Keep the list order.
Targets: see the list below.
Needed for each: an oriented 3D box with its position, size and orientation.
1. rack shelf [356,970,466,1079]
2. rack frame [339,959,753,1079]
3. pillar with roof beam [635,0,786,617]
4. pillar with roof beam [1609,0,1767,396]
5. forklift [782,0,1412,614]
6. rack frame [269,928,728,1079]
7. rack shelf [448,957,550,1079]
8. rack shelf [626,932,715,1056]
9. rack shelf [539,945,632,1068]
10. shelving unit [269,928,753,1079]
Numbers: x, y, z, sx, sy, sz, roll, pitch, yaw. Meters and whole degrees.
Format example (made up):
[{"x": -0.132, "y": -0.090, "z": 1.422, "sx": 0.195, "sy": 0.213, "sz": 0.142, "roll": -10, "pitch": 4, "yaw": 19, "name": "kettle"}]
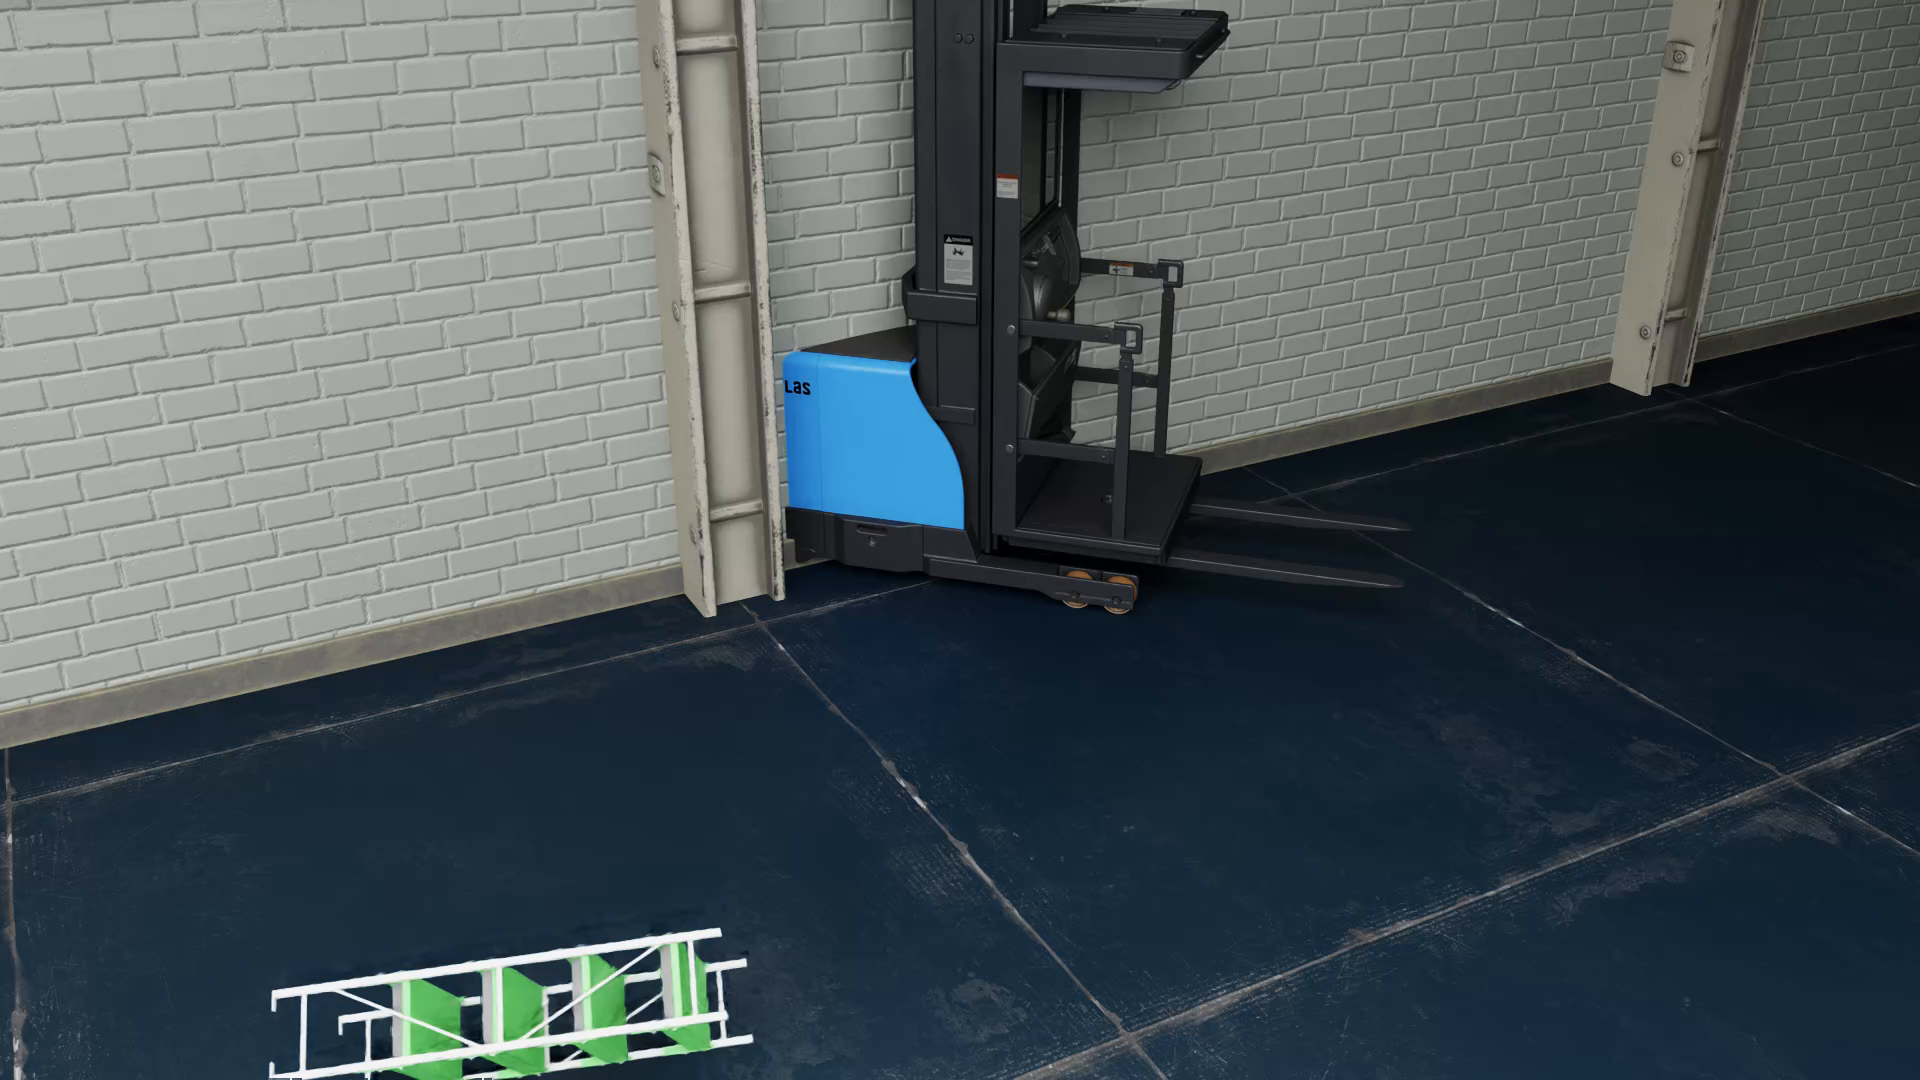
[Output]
[{"x": -1.519, "y": 1.372, "z": 4.626, "sx": 0.148, "sy": 0.480, "sz": 0.258, "roll": -8, "pitch": 66, "yaw": -2, "name": "rack shelf"}, {"x": -1.212, "y": 1.429, "z": 4.859, "sx": 1.200, "sy": 0.015, "sz": 0.240, "roll": -8, "pitch": 66, "yaw": -2, "name": "rack frame"}, {"x": 0.977, "y": -2.160, "z": 2.352, "sx": 0.400, "sy": 9.000, "sz": 9.100, "roll": -13, "pitch": 29, "yaw": -25, "name": "pillar with roof beam"}, {"x": 6.271, "y": -3.382, "z": 4.897, "sx": 0.400, "sy": 9.000, "sz": 9.100, "roll": -13, "pitch": 29, "yaw": -25, "name": "pillar with roof beam"}, {"x": 0.598, "y": -1.243, "z": 7.453, "sx": 3.031, "sy": 2.935, "sz": 1.130, "roll": 7, "pitch": 27, "yaw": 15, "name": "forklift"}, {"x": -1.224, "y": 1.233, "z": 4.412, "sx": 1.200, "sy": 0.015, "sz": 0.240, "roll": -8, "pitch": 66, "yaw": -2, "name": "rack frame"}, {"x": -1.281, "y": 1.340, "z": 4.633, "sx": 0.148, "sy": 0.480, "sz": 0.258, "roll": -8, "pitch": 66, "yaw": -2, "name": "rack shelf"}, {"x": -0.806, "y": 1.276, "z": 4.649, "sx": 0.148, "sy": 0.480, "sz": 0.258, "roll": -8, "pitch": 66, "yaw": -2, "name": "rack shelf"}, {"x": -1.043, "y": 1.308, "z": 4.641, "sx": 0.148, "sy": 0.480, "sz": 0.258, "roll": -8, "pitch": 66, "yaw": -2, "name": "rack shelf"}, {"x": -1.218, "y": 1.331, "z": 4.635, "sx": 1.200, "sy": 0.503, "sz": 0.258, "roll": -8, "pitch": 66, "yaw": -2, "name": "shelving unit"}]
